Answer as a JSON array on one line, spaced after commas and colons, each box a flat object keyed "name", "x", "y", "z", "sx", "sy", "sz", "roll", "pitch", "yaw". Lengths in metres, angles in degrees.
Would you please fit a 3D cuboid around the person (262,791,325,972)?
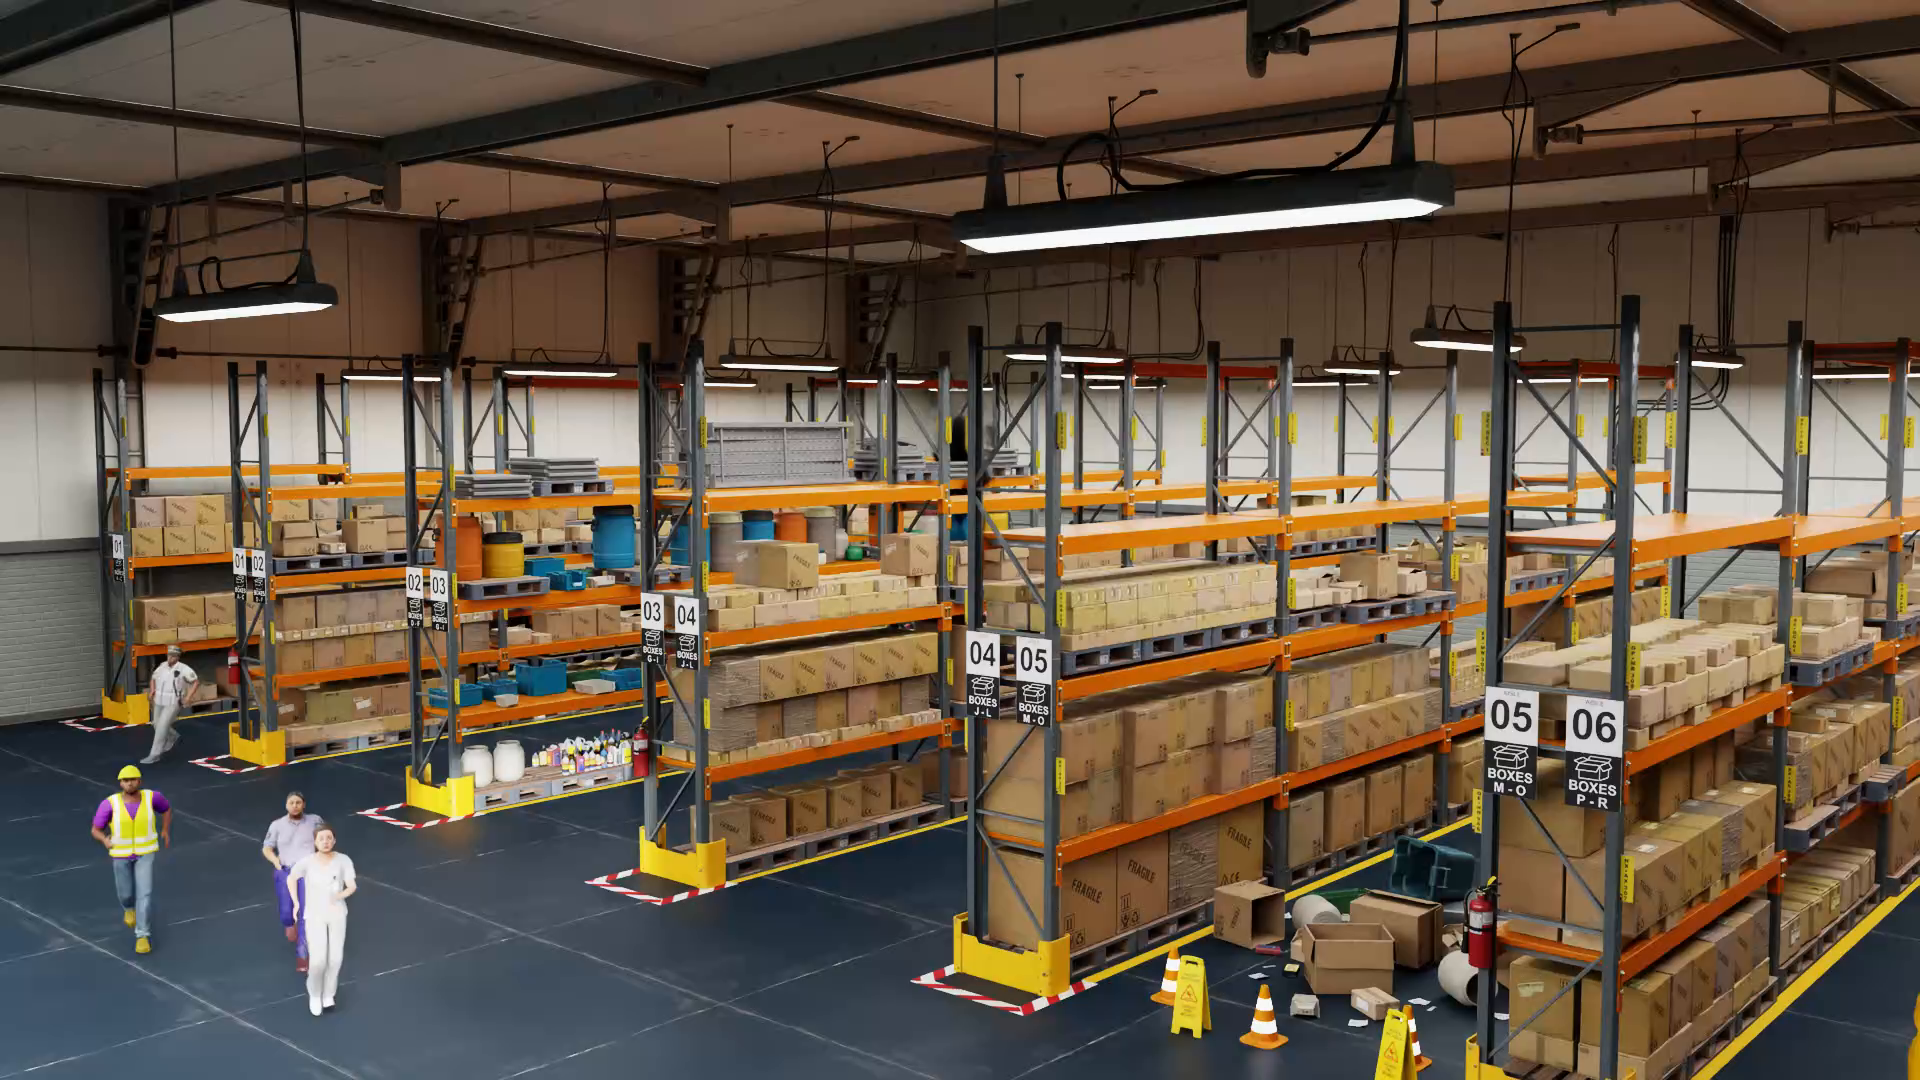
[{"name": "person", "x": -6.292, "y": 3.193, "z": 15.803, "sx": 0.607, "sy": 1.639, "sz": 0.849, "roll": -2, "pitch": 5, "yaw": -22}]

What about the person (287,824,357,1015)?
[{"name": "person", "x": -5.479, "y": 3.274, "z": 14.336, "sx": 0.538, "sy": 1.634, "sz": 0.653, "roll": -2, "pitch": 5, "yaw": -28}]

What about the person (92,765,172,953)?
[{"name": "person", "x": -8.095, "y": 3.073, "z": 16.283, "sx": 0.709, "sy": 1.754, "sz": 0.977, "roll": -2, "pitch": 5, "yaw": -26}]

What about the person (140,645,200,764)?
[{"name": "person", "x": -11.911, "y": 2.446, "z": 25.078, "sx": 0.728, "sy": 1.740, "sz": 0.948, "roll": 1, "pitch": 4, "yaw": 10}]
